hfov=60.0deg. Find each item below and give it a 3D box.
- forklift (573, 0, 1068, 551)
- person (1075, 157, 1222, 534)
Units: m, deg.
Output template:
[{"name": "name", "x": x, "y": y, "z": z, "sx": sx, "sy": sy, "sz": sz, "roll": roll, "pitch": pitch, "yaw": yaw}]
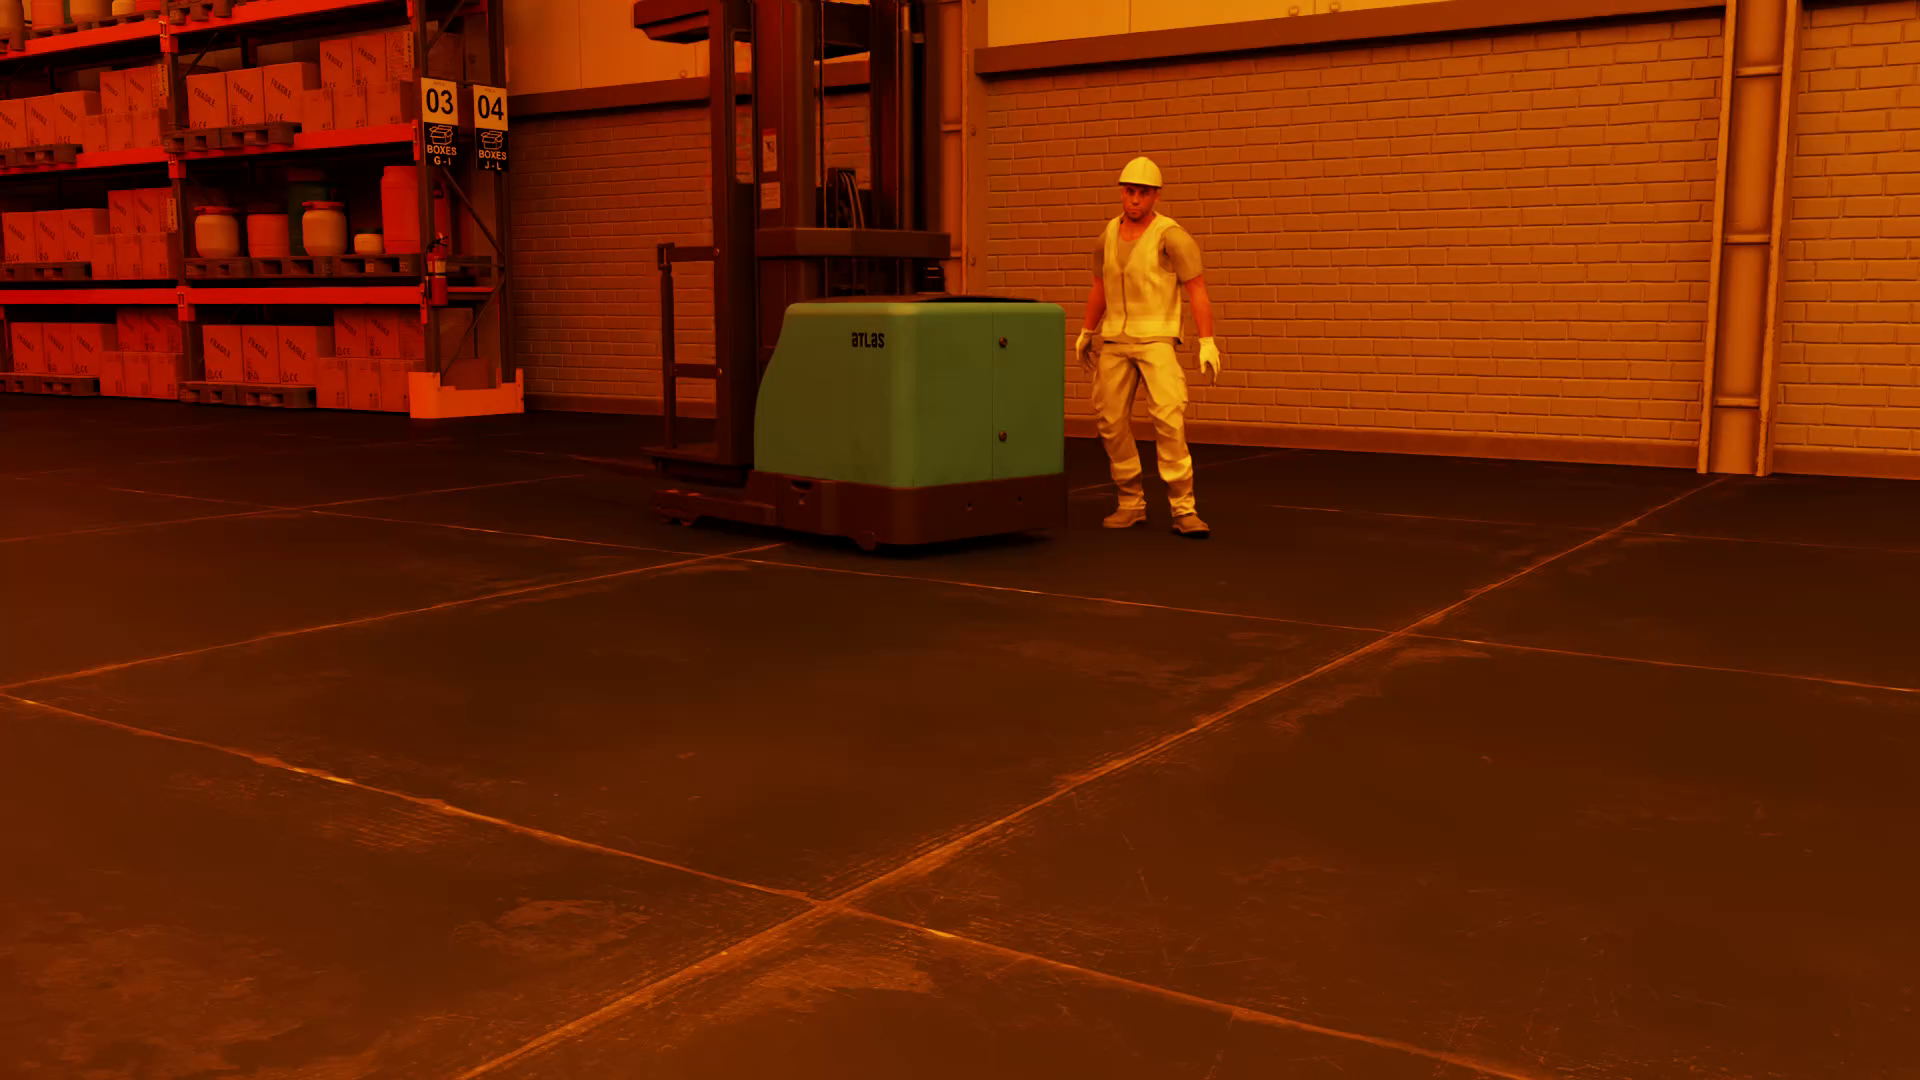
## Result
[{"name": "forklift", "x": -0.877, "y": -1.559, "z": 8.154, "sx": 1.130, "sy": 2.935, "sz": 3.031, "roll": -7, "pitch": 11, "yaw": -42}, {"name": "person", "x": 0.854, "y": -0.913, "z": 7.873, "sx": 0.876, "sy": 1.749, "sz": 0.450, "roll": 7, "pitch": 10, "yaw": 39}]
